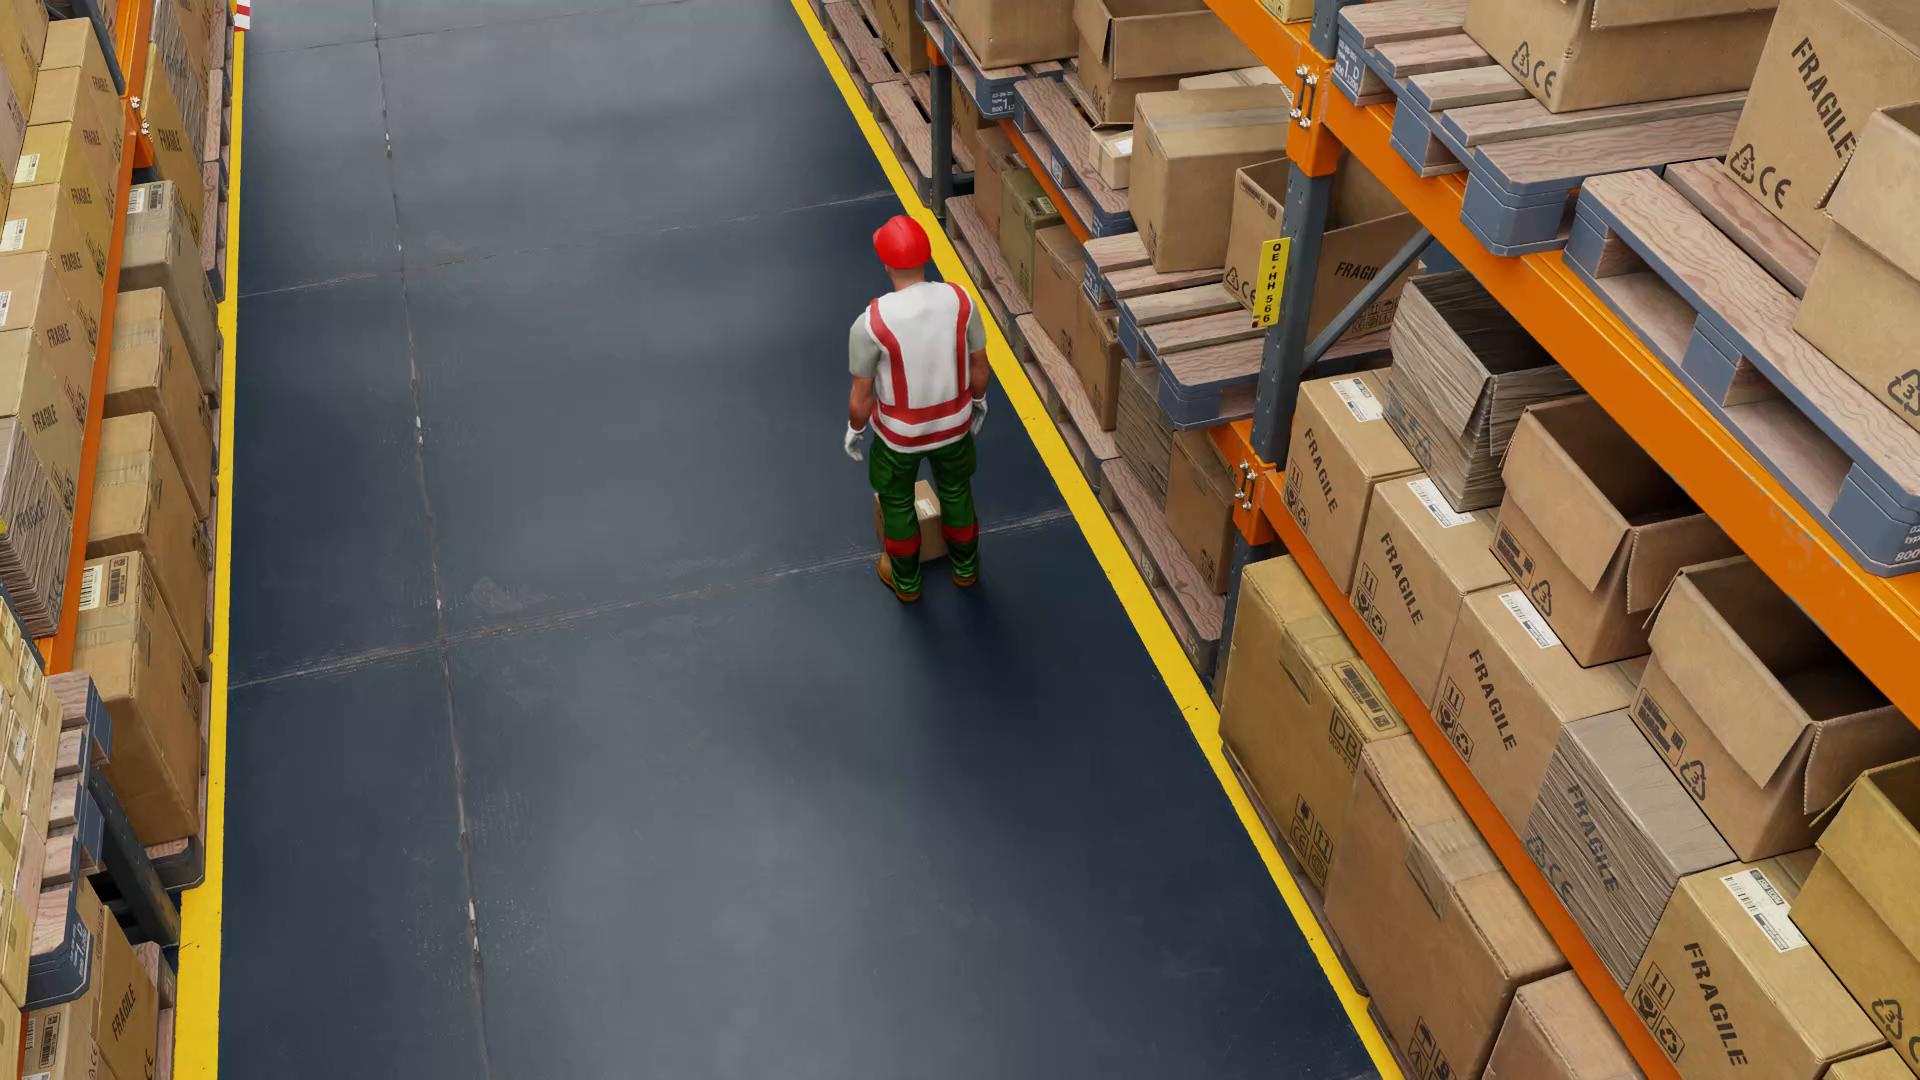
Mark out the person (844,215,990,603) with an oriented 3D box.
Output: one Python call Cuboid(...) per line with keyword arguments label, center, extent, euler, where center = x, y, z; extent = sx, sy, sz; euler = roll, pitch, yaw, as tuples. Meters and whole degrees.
Cuboid(label="person", center=(-0.170, -0.489, 6.693), extent=(0.620, 1.780, 0.446), euler=(-14, 44, -15))
